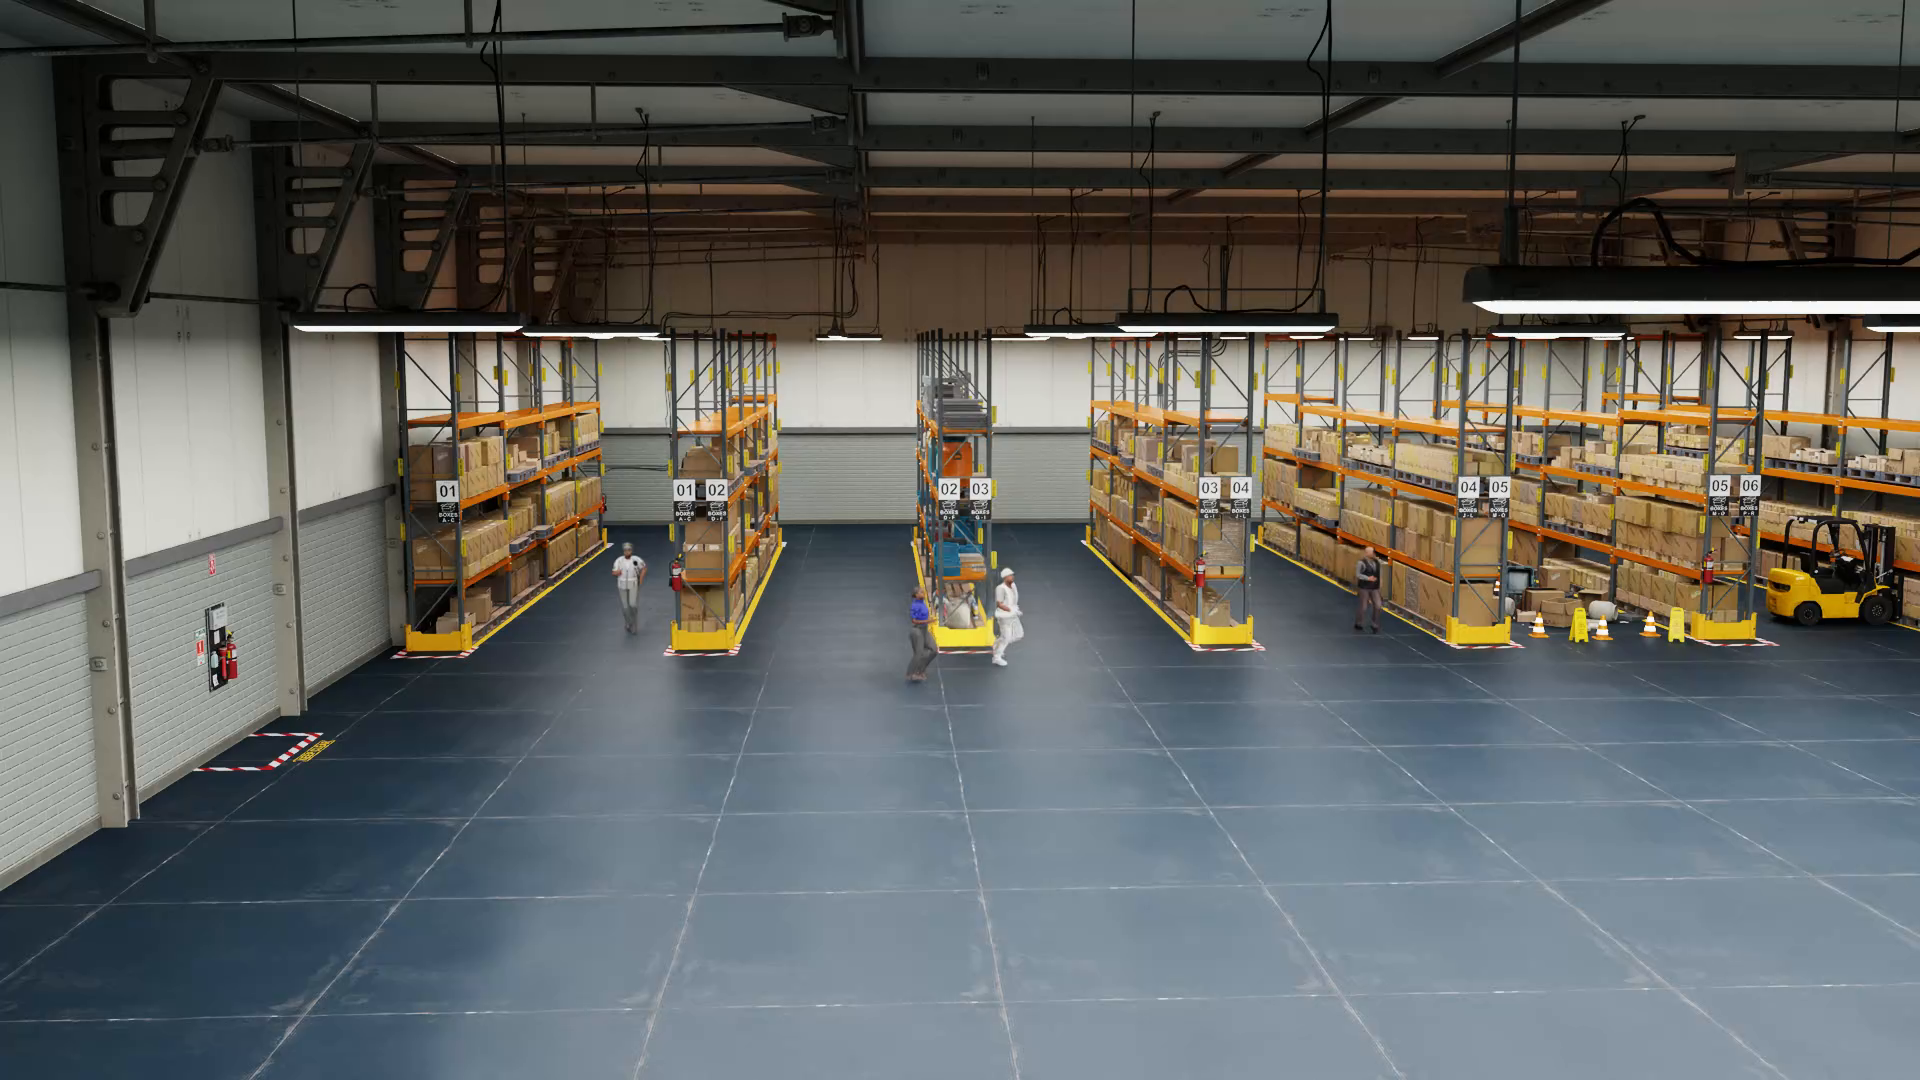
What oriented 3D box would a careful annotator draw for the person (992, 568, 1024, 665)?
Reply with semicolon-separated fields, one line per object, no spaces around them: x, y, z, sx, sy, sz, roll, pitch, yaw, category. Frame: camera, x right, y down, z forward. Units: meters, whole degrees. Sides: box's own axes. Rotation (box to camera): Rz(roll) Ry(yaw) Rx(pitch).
0.886;1.364;29.750;0.652;1.737;0.724;4;8;29;person

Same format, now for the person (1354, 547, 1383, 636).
8.088;1.023;32.855;0.675;1.799;0.746;-2;7;-16;person

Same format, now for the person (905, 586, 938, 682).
-0.634;1.600;28.173;0.638;1.657;0.561;3;7;24;person

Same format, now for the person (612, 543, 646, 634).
-6.586;0.965;33.054;0.640;1.830;0.727;0;7;-2;person
